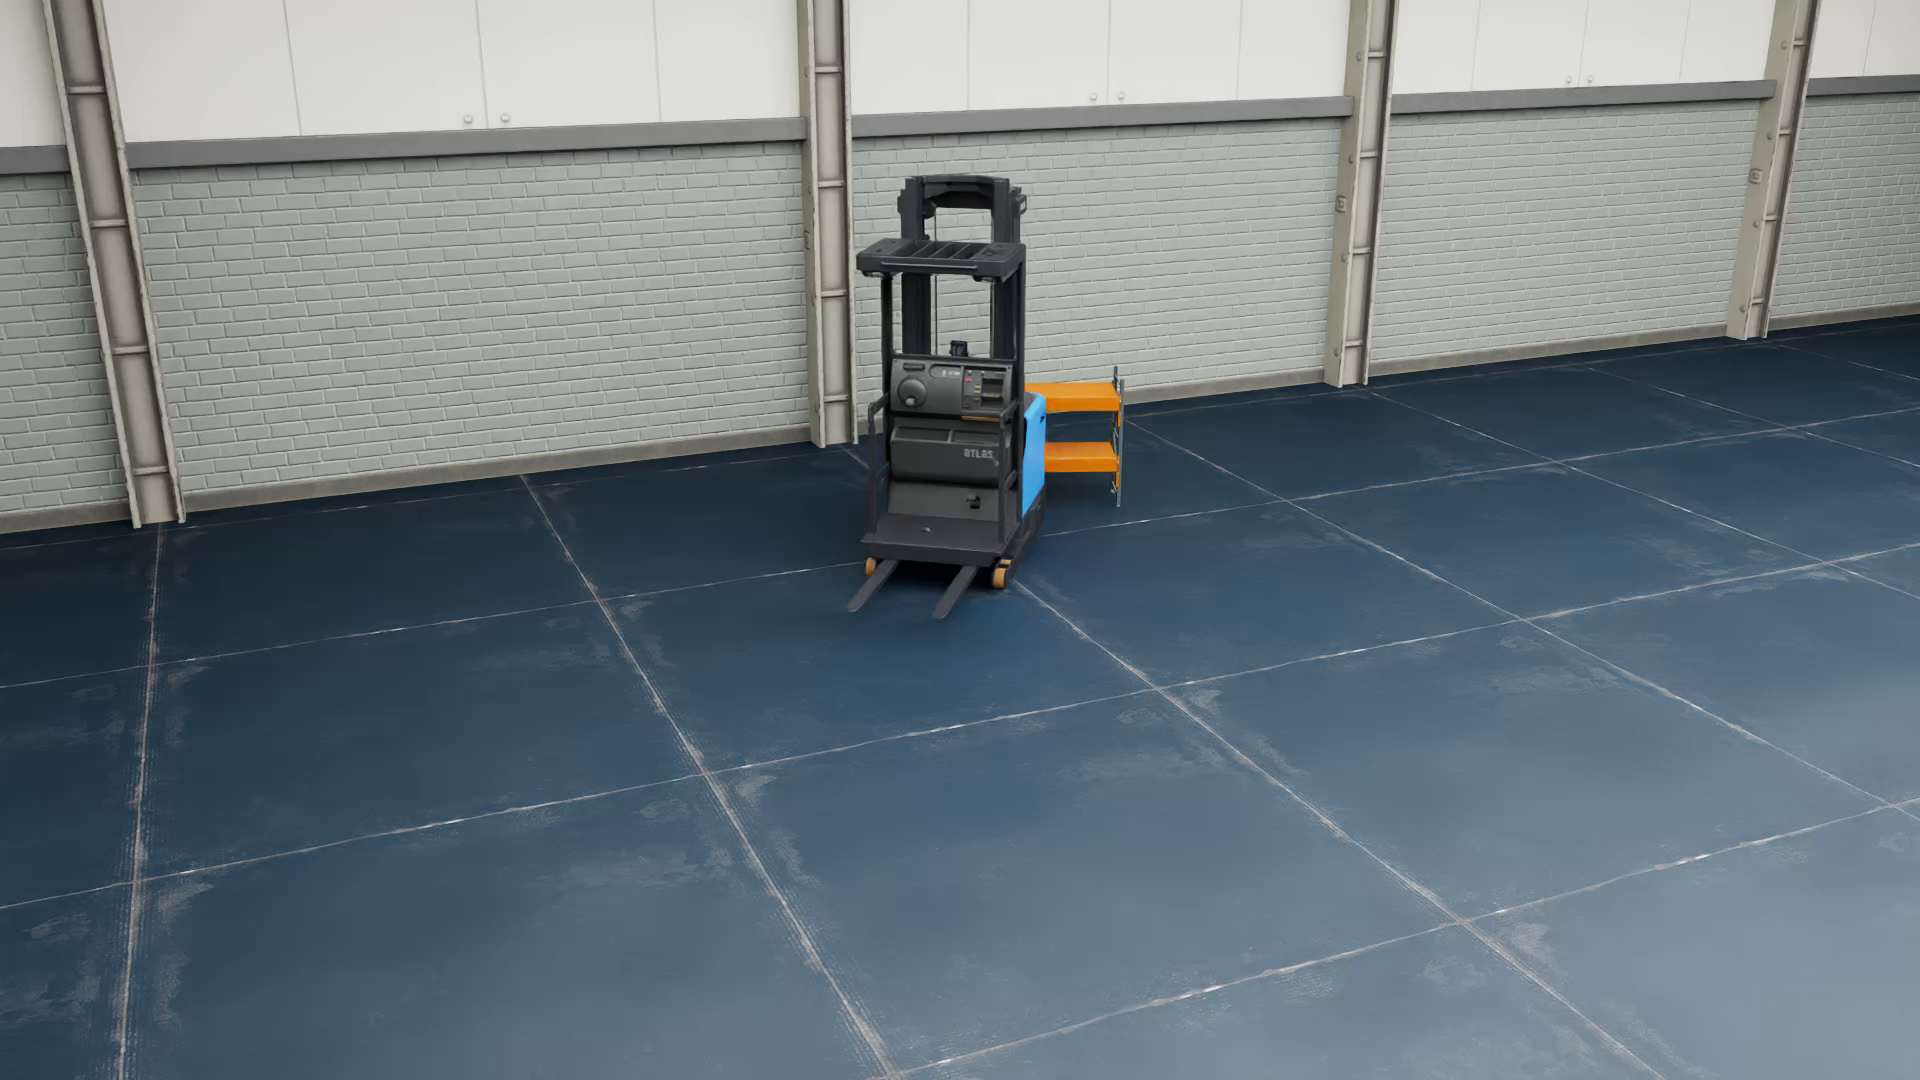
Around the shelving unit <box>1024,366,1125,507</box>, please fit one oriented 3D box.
[{"bbox_3d":[0.850,-0.895,14.369,1.048,1.125,0.538,-1,19,-2],"label":"shelving unit"}]

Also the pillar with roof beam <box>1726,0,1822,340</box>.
[{"bbox_3d":[11.494,-5.470,15.508,0.400,9.000,9.100,-8,21,-22],"label":"pillar with roof beam"}]

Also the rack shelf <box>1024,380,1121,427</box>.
[{"bbox_3d":[0.850,-1.171,14.272,1.000,0.278,0.538,-1,19,-2],"label":"rack shelf"}]

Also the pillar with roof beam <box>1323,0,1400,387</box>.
[{"bbox_3d":[5.985,-4.681,13.267,0.400,9.000,9.100,-8,21,-22],"label":"pillar with roof beam"}]

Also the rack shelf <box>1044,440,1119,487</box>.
[{"bbox_3d":[0.850,-0.664,14.450,1.000,0.278,0.538,-1,19,-2],"label":"rack shelf"}]

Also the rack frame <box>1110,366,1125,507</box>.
[{"bbox_3d":[1.358,-0.901,14.386,0.032,1.125,0.500,-1,19,-2],"label":"rack frame"}]

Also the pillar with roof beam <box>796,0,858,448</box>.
[{"bbox_3d":[0.475,-3.892,11.025,0.400,9.000,9.100,-8,21,-22],"label":"pillar with roof beam"}]

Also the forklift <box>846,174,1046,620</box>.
[{"bbox_3d":[-0.113,-1.149,12.372,1.130,2.935,3.031,4,20,12],"label":"forklift"}]

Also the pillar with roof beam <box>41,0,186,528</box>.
[{"bbox_3d":[-5.034,-3.102,8.783,0.400,9.000,9.100,-8,21,-22],"label":"pillar with roof beam"}]
